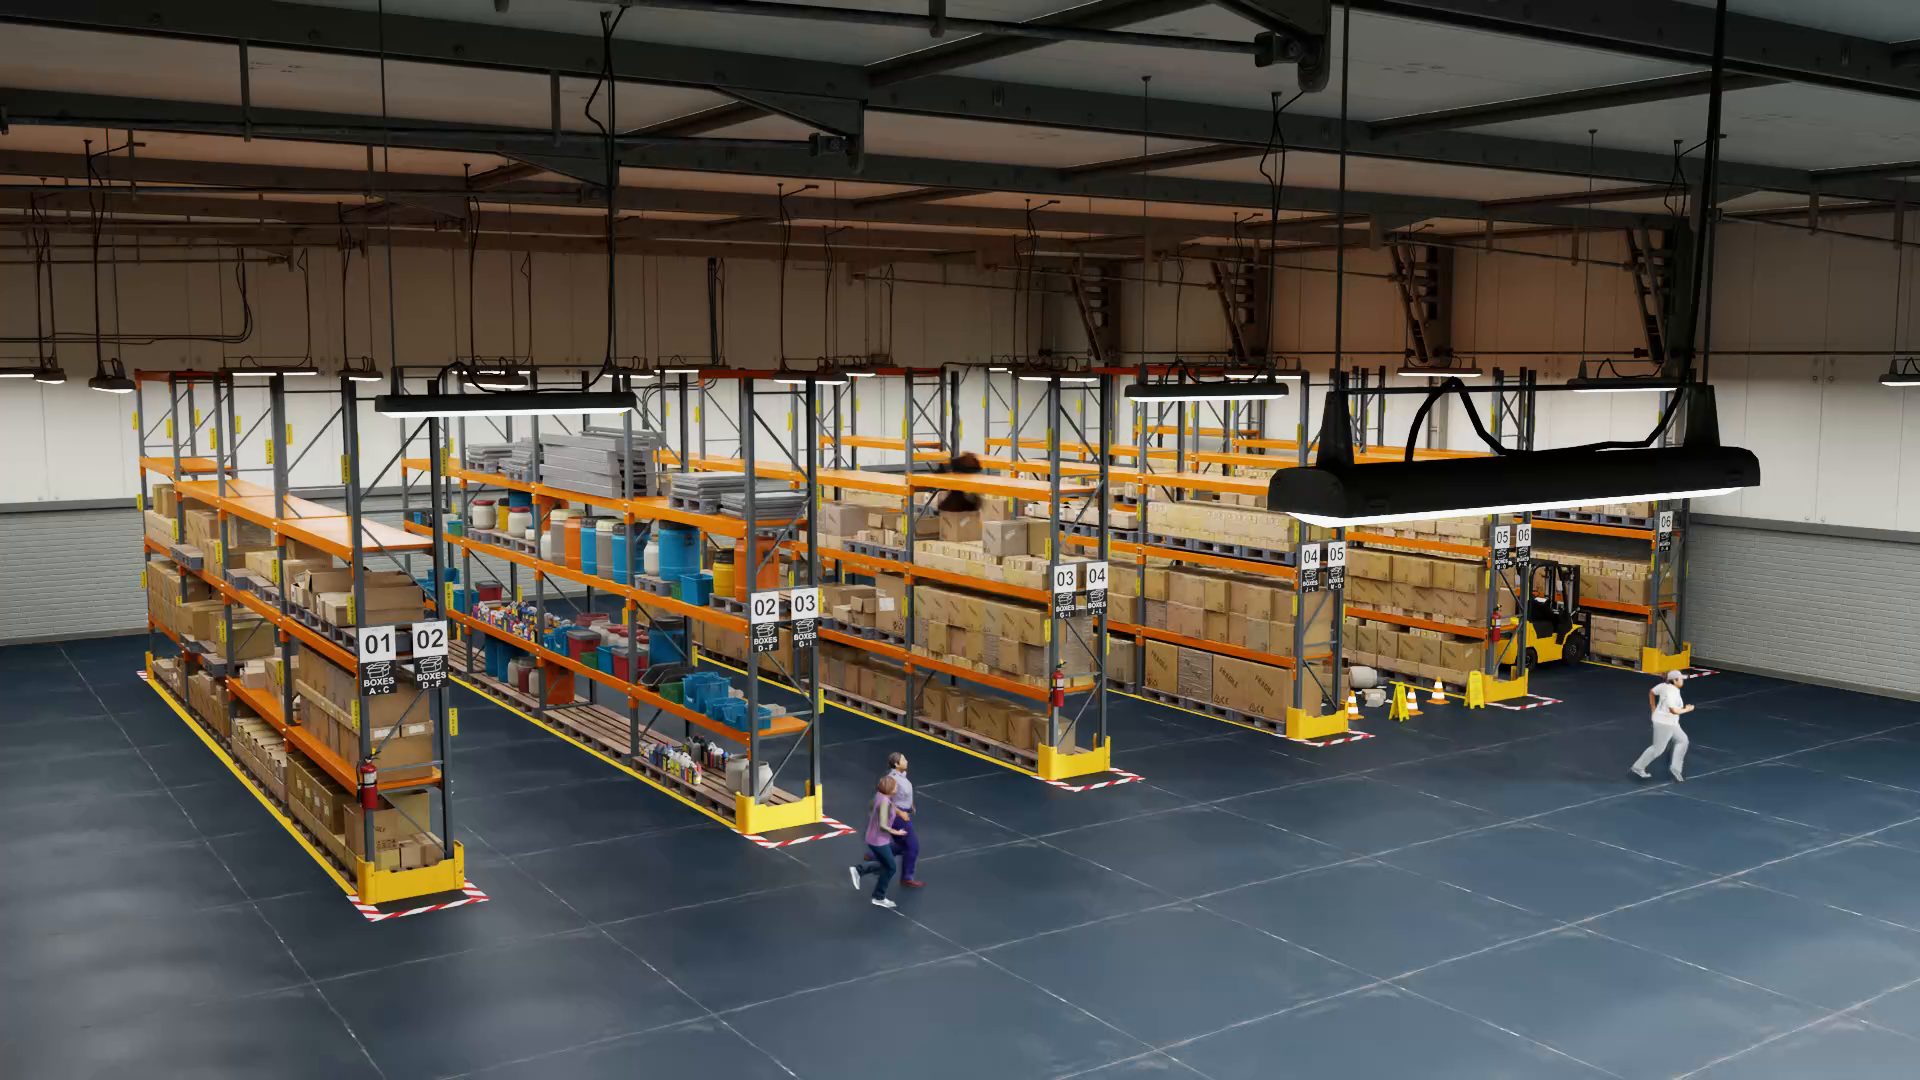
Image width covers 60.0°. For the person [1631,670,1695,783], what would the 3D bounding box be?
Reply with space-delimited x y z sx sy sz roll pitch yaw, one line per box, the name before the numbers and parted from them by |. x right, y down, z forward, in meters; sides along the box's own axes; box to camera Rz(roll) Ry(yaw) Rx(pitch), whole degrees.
person | 10.376 2.753 24.551 0.826 1.701 0.626 2 7 17

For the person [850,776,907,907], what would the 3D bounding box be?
person | -0.929 3.446 18.977 0.646 1.555 0.576 -1 7 -9

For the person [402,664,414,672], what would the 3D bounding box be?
person | -9.343 2.319 28.000 0.713 1.736 0.897 -6 9 -42

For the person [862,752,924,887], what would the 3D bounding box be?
person | -0.778 3.312 19.735 0.701 1.630 0.618 0 6 -2
